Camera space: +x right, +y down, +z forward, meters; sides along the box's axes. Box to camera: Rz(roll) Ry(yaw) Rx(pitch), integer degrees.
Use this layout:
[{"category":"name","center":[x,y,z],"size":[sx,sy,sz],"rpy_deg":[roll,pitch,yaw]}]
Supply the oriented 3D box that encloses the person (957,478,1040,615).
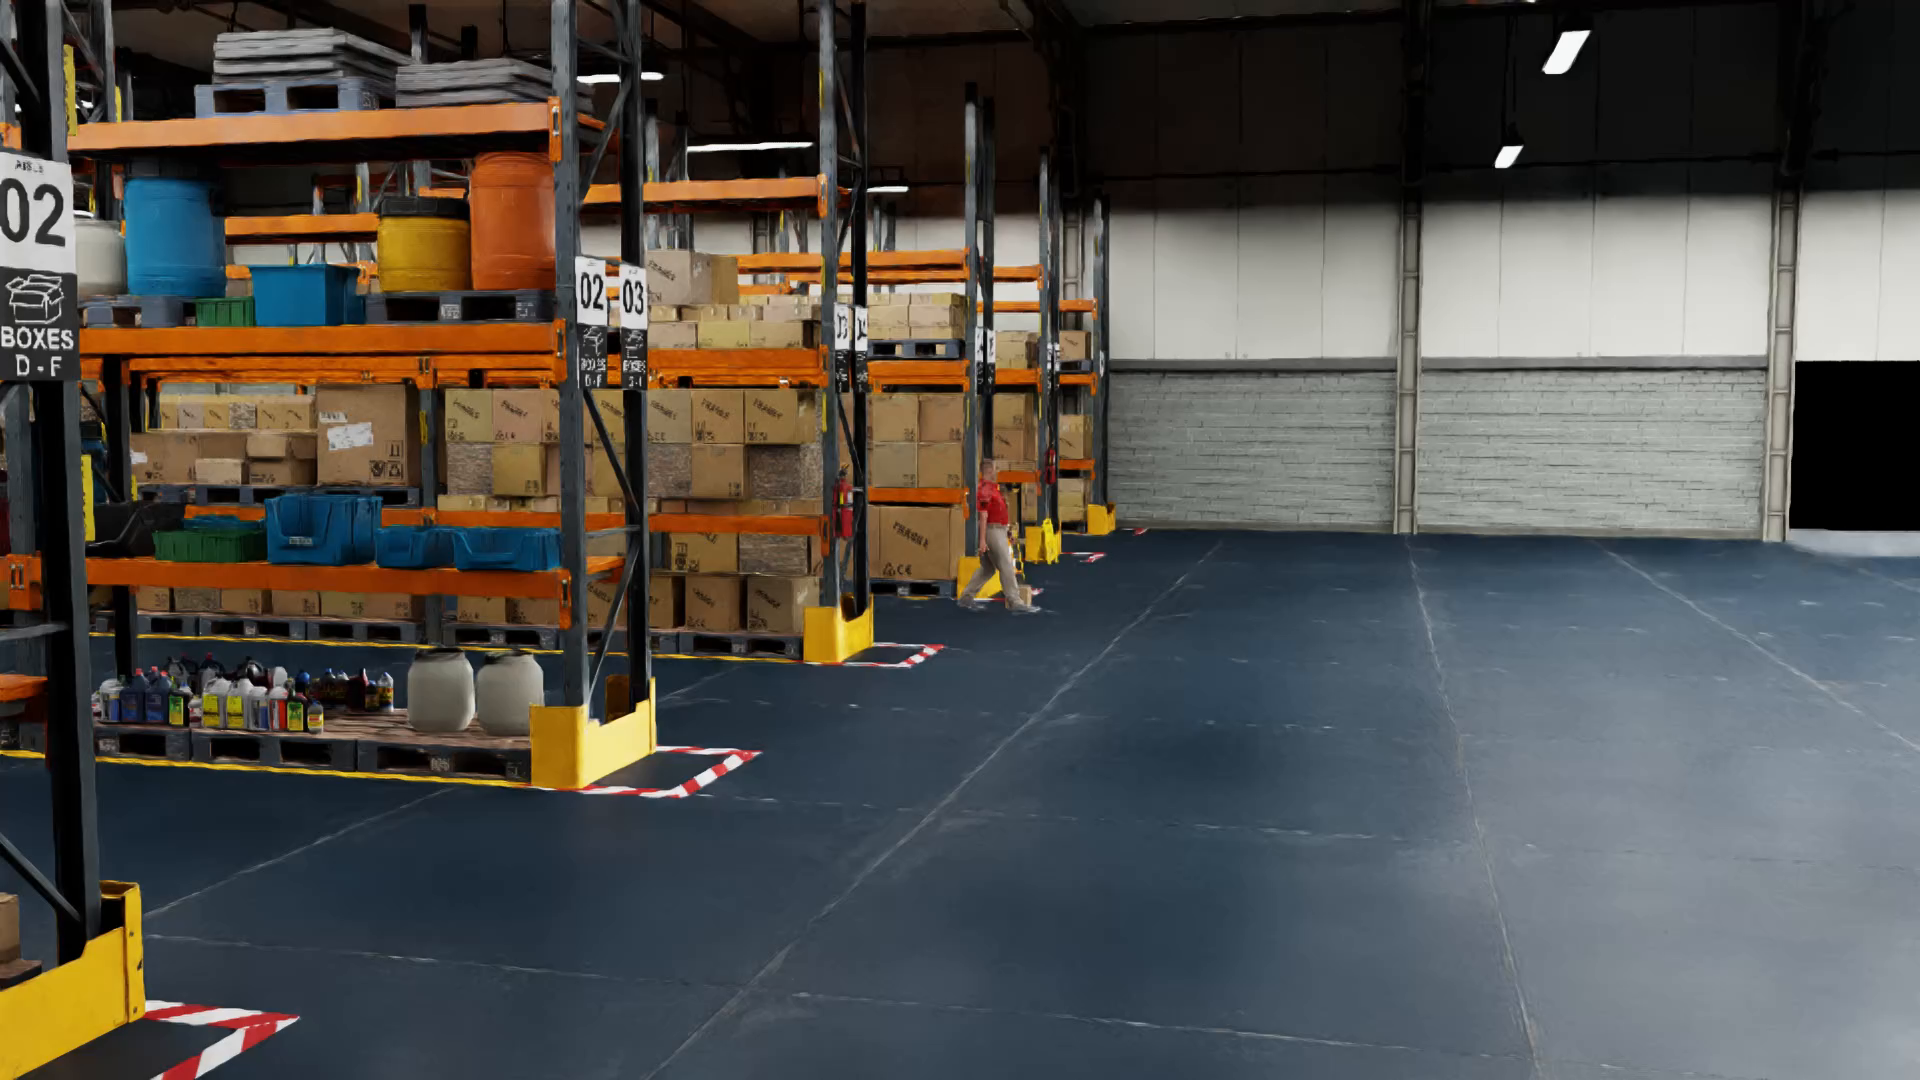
[{"category":"person","center":[0.427,0.056,18.224],"size":[0.915,1.483,0.541],"rpy_deg":[0,5,3]}]
